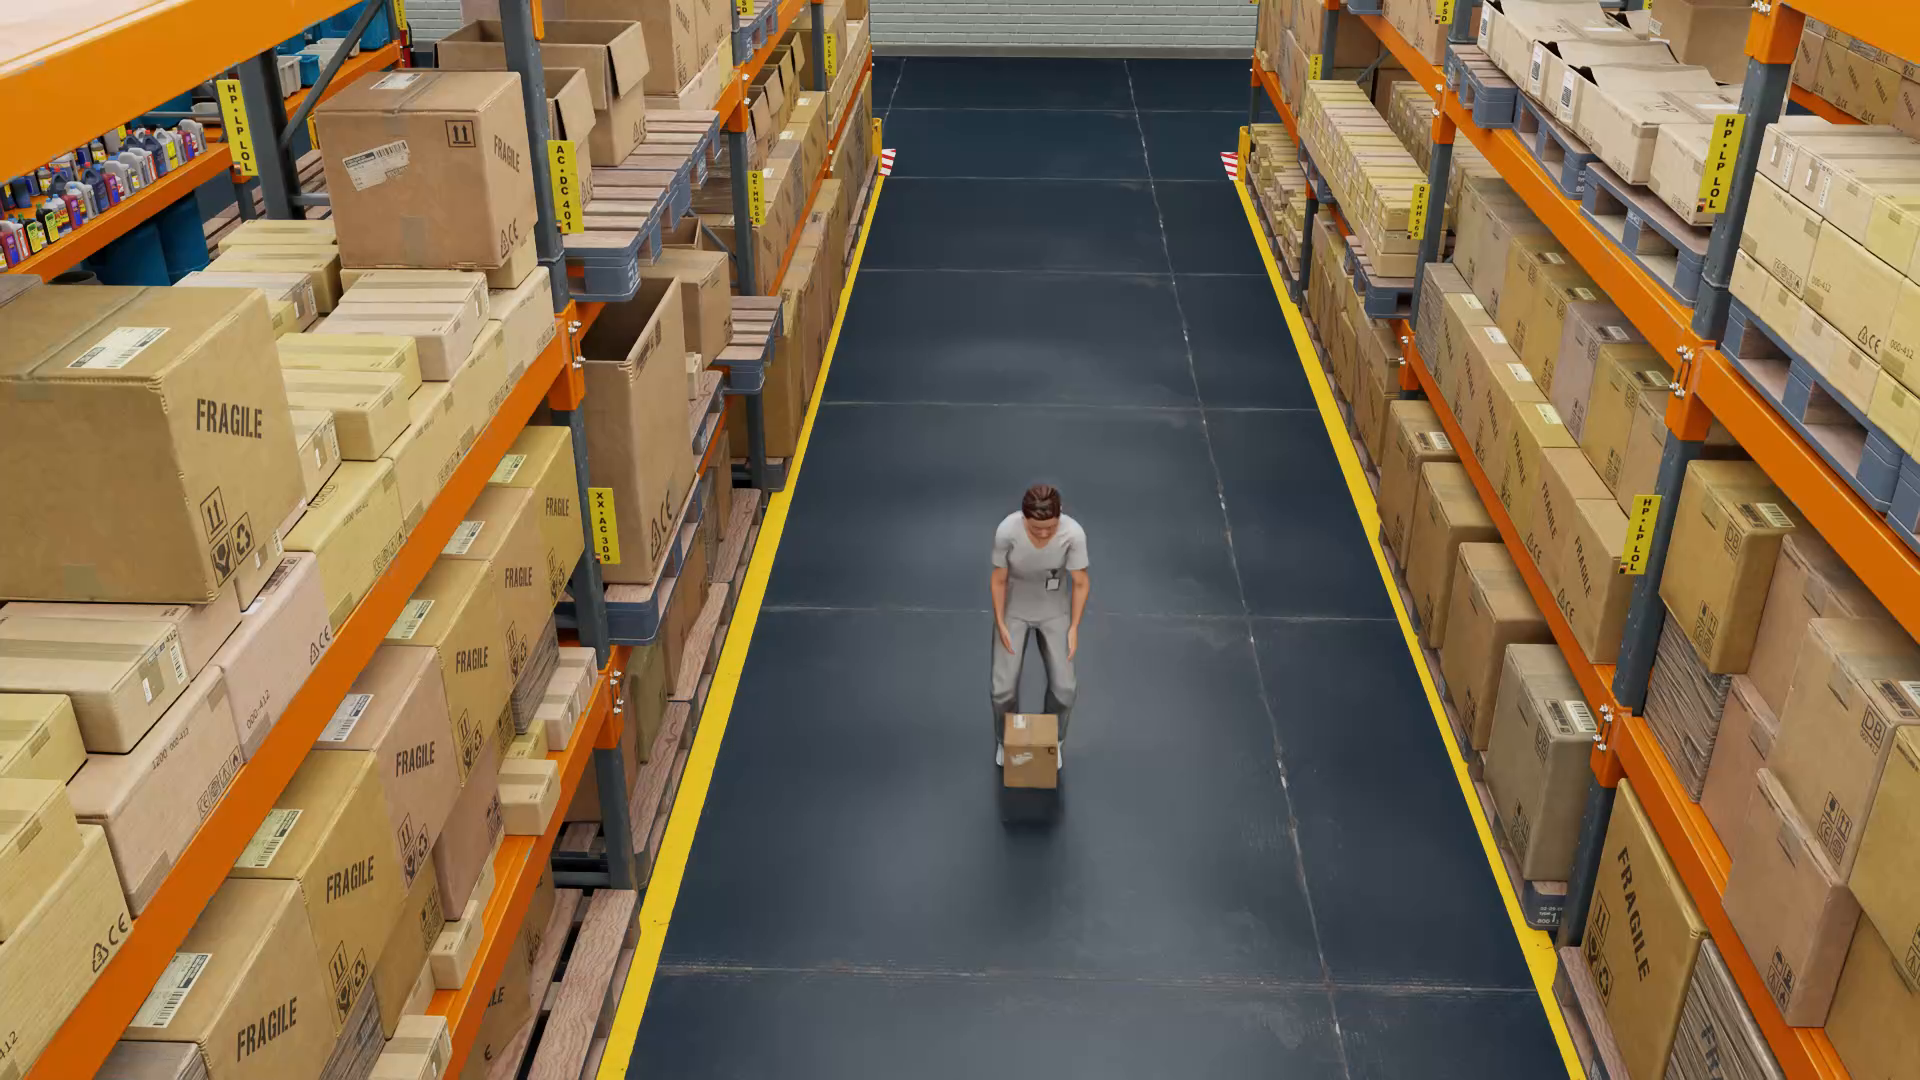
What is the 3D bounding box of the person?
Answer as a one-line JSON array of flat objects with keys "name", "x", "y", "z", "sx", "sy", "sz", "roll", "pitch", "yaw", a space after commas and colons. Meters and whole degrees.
[{"name": "person", "x": 0.379, "y": 0.390, "z": 8.010, "sx": 0.475, "sy": 1.573, "sz": 0.466, "roll": 2, "pitch": 28, "yaw": 3}]
